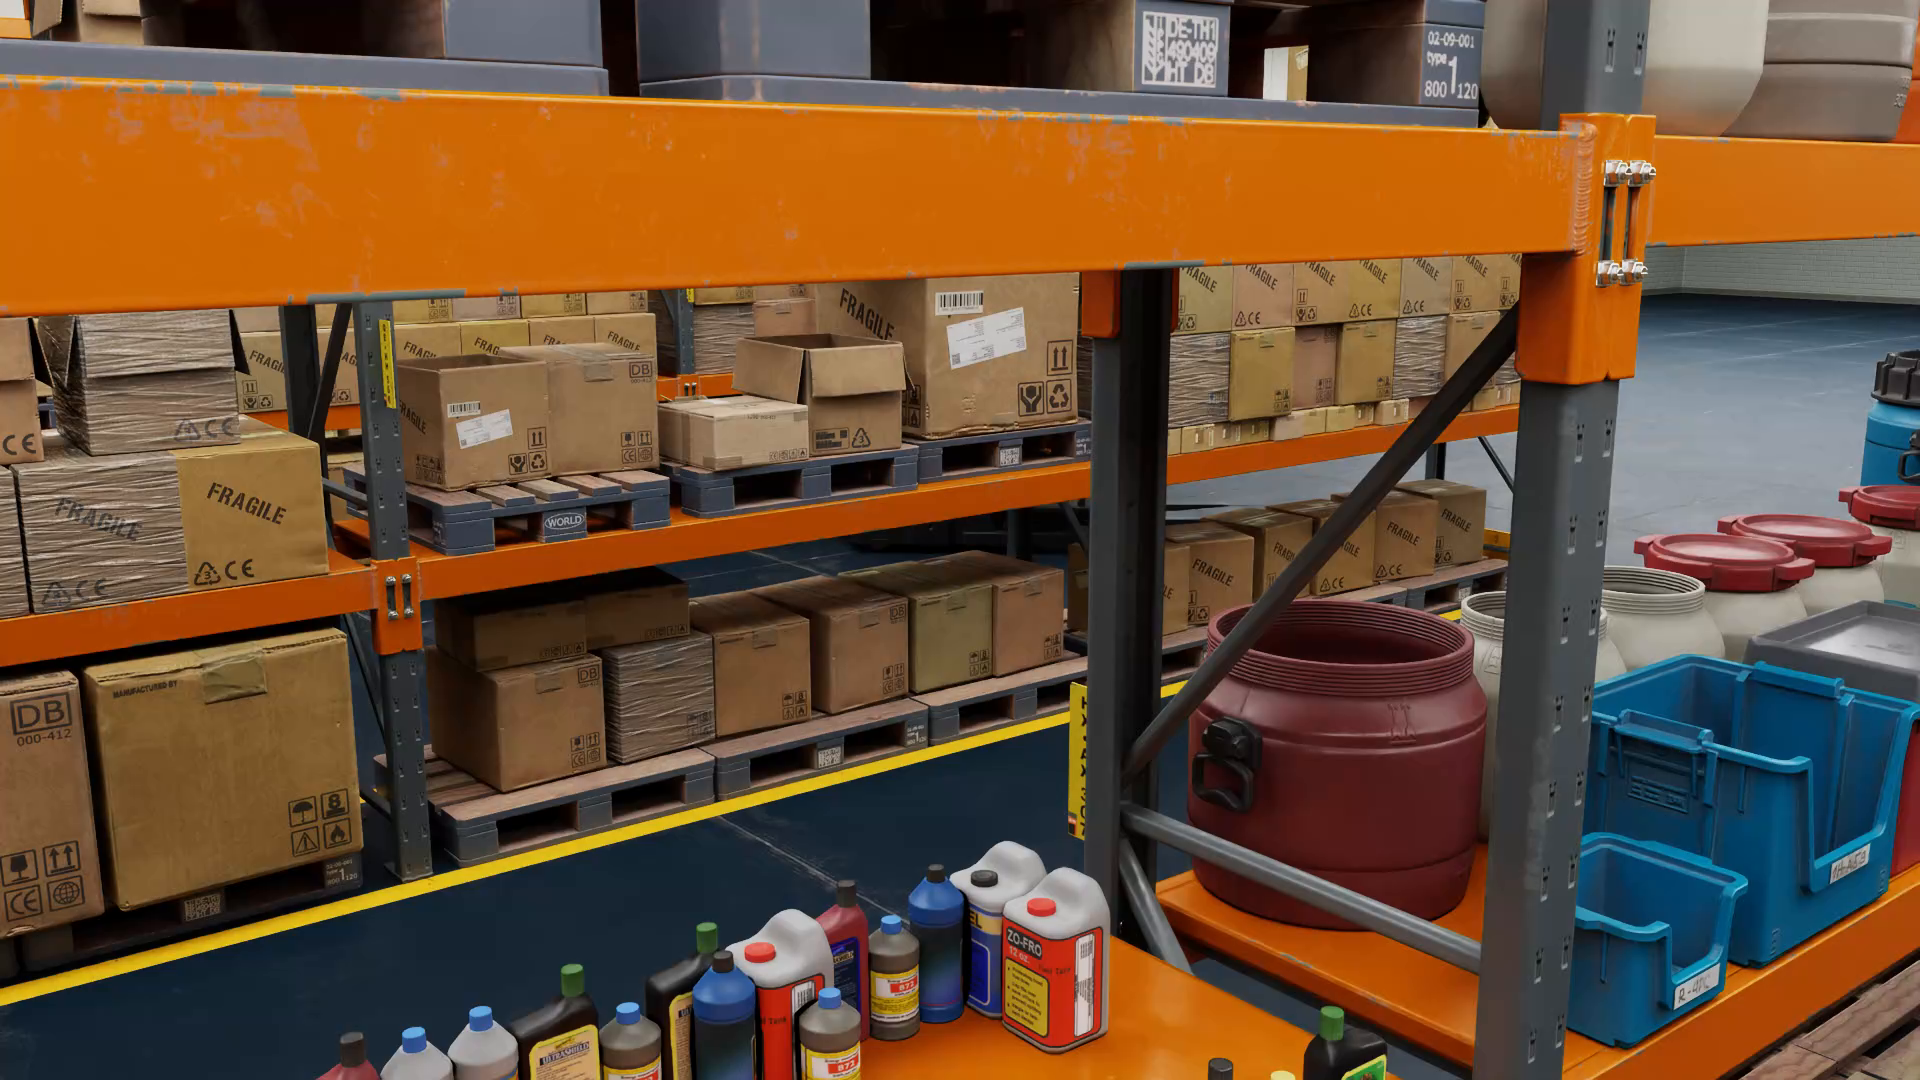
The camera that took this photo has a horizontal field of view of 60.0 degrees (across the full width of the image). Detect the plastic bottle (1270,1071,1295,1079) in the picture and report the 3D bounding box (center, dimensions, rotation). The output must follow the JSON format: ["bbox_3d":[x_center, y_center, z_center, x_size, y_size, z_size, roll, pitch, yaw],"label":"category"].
[{"bbox_3d":[0.455,0.854,2.362,0.097,0.201,0.097,0,12,0],"label":"plastic bottle"}]

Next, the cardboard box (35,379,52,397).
[{"bbox_3d":[-5.606,-0.941,9.934,0.250,0.149,0.380,-9,15,-37],"label":"cardboard box"}]

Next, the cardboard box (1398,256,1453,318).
[{"bbox_3d":[2.704,-1.660,10.359,0.500,0.500,0.500,-9,15,-38],"label":"cardboard box"}]

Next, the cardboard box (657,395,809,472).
[{"bbox_3d":[-1.036,-0.492,7.574,0.500,0.250,0.500,-10,16,-39],"label":"cardboard box"}]

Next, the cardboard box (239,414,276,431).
[{"bbox_3d":[-3.038,-0.210,6.654,0.500,0.500,0.500,-9,15,-36],"label":"cardboard box"}]

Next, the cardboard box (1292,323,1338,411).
[{"bbox_3d":[1.765,-1.082,10.046,0.500,0.500,0.875,-9,15,-38],"label":"cardboard box"}]

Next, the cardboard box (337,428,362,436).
[{"bbox_3d":[-5.964,-1.158,16.675,0.625,0.372,0.950,-9,15,-37],"label":"cardboard box"}]

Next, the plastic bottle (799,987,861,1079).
[{"bbox_3d":[-0.203,0.802,2.607,0.097,0.201,0.097,0,12,0],"label":"plastic bottle"}]

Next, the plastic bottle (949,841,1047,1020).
[{"bbox_3d":[0.066,0.688,2.966,0.135,0.276,0.152,-9,15,-38],"label":"plastic bottle"}]

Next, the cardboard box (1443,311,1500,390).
[{"bbox_3d":[2.996,-1.261,10.889,0.500,0.500,0.875,-9,15,-38],"label":"cardboard box"}]

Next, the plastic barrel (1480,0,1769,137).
[{"bbox_3d":[1.040,-0.889,2.603,0.421,0.512,0.421,0,12,0],"label":"plastic barrel"}]

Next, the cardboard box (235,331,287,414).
[{"bbox_3d":[-4.594,-1.127,10.975,0.500,0.500,0.500,-10,15,-38],"label":"cardboard box"}]

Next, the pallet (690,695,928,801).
[{"bbox_3d":[-0.925,0.926,8.261,1.213,0.211,1.003,-9,15,-38],"label":"pallet"}]

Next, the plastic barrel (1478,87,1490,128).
[{"bbox_3d":[0.767,-0.808,2.865,0.294,0.245,0.294,0,12,0],"label":"plastic barrel"}]

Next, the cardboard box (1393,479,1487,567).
[{"bbox_3d":[3.260,-0.122,11.490,0.500,0.500,0.500,-6,14,-27],"label":"cardboard box"}]

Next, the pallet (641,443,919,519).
[{"bbox_3d":[-0.968,-0.349,8.015,1.213,0.211,1.003,-9,15,-38],"label":"pallet"}]

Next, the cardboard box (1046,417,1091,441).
[{"bbox_3d":[0.619,-0.652,9.580,0.250,0.149,0.380,-9,15,-38],"label":"cardboard box"}]

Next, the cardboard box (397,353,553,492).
[{"bbox_3d":[-2.092,-0.511,7.061,0.500,0.500,0.500,11,16,43],"label":"cardboard box"}]

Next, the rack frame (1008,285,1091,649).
[{"bbox_3d":[0.635,-0.699,9.198,0.127,3.000,1.000,-9,15,-38],"label":"rack frame"}]

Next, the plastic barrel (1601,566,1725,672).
[{"bbox_3d":[1.604,0.346,4.008,0.421,0.512,0.421,0,12,0],"label":"plastic barrel"}]

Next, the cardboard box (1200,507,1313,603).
[{"bbox_3d":[1.850,0.104,10.423,0.500,0.500,0.500,-11,16,-43],"label":"cardboard box"}]

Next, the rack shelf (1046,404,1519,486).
[{"bbox_3d":[2.197,-0.606,10.495,4.000,0.370,1.077,-9,15,-38],"label":"rack shelf"}]

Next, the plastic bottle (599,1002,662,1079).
[{"bbox_3d":[-0.507,0.812,2.560,0.097,0.201,0.097,0,12,0],"label":"plastic bottle"}]

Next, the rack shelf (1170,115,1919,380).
[{"bbox_3d":[2.167,-0.751,3.956,4.000,0.370,1.077,-9,15,-38],"label":"rack shelf"}]

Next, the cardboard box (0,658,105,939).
[{"bbox_3d":[-3.741,0.855,5.986,0.875,0.875,1.225,-9,15,-37],"label":"cardboard box"}]

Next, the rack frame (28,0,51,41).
[{"bbox_3d":[-5.508,-3.932,9.981,0.127,3.000,1.000,-9,15,-38],"label":"rack frame"}]

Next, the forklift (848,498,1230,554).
[{"bbox_3d":[0.657,-1.439,12.850,3.031,2.935,1.130,0,12,0],"label":"forklift"}]

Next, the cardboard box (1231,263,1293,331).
[{"bbox_3d":[1.535,-1.465,9.441,0.500,0.500,0.500,-9,15,-38],"label":"cardboard box"}]

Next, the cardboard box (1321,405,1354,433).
[{"bbox_3d":[2.154,-0.752,10.053,0.250,0.149,0.380,-9,15,-38],"label":"cardboard box"}]

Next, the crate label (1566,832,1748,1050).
[{"bbox_3d":[1.169,0.712,2.959,0.416,0.233,0.303,-9,15,-38],"label":"crate label"}]

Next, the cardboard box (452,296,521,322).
[{"bbox_3d":[-3.564,-1.856,12.002,0.500,0.500,0.700,-9,15,-37],"label":"cardboard box"}]

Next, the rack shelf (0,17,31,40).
[{"bbox_3d":[-7.118,-4.434,15.039,4.000,0.370,1.077,-9,15,-38],"label":"rack shelf"}]

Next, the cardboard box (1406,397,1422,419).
[{"bbox_3d":[2.699,-0.860,10.561,0.250,0.149,0.380,-9,15,-38],"label":"cardboard box"}]

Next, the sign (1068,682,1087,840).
[{"bbox_3d":[0.256,0.455,3.370,0.005,0.325,0.100,-9,15,-38],"label":"sign"}]

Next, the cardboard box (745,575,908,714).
[{"bbox_3d":[-0.679,0.516,8.434,0.500,0.500,0.700,-11,16,-42],"label":"cardboard box"}]

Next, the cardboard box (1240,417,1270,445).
[{"bbox_3d":[1.561,-0.656,9.603,0.250,0.149,0.380,-9,15,-38],"label":"cardboard box"}]

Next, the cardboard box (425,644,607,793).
[{"bbox_3d":[-1.978,0.738,7.393,0.500,0.500,0.700,-10,16,-41],"label":"cardboard box"}]

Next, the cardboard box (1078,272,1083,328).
[{"bbox_3d":[0.814,-1.485,9.538,0.500,0.500,0.500,-9,15,-38],"label":"cardboard box"}]

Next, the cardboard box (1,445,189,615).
[{"bbox_3d":[-3.112,-0.061,5.953,0.500,0.500,0.500,-10,15,-38],"label":"cardboard box"}]

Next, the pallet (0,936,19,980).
[{"bbox_3d":[-4.103,1.432,5.878,1.213,0.211,1.003,-9,15,-38],"label":"pallet"}]

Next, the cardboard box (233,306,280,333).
[{"bbox_3d":[-4.757,-1.658,11.067,0.500,0.500,0.700,-10,15,-38],"label":"cardboard box"}]

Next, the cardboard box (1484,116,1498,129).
[{"bbox_3d":[3.134,-2.616,10.405,0.250,0.149,0.380,-9,15,-37],"label":"cardboard box"}]

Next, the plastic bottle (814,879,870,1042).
[{"bbox_3d":[-0.219,0.720,2.799,0.133,0.283,0.061,-9,15,-38],"label":"plastic bottle"}]

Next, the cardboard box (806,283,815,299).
[{"bbox_3d":[-1.211,-2.298,13.770,0.550,0.550,0.875,-9,15,-38],"label":"cardboard box"}]

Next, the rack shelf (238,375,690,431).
[{"bbox_3d":[-3.946,-0.905,11.901,4.000,0.370,1.077,-9,15,-38],"label":"rack shelf"}]

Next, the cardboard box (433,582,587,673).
[{"bbox_3d":[-1.984,0.369,7.322,0.500,0.250,0.500,-9,15,-35],"label":"cardboard box"}]

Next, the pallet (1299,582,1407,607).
[{"bbox_3d":[2.091,0.413,10.675,1.213,0.211,1.003,-9,15,-38],"label":"pallet"}]

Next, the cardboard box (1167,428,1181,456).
[{"bbox_3d":[0.991,-0.555,9.126,0.250,0.149,0.380,-9,15,-38],"label":"cardboard box"}]

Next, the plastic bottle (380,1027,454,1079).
[{"bbox_3d":[-0.763,0.821,2.352,0.097,0.271,0.097,0,12,0],"label":"plastic bottle"}]

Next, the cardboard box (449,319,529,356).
[{"bbox_3d":[-3.414,-1.323,11.898,0.500,0.500,0.500,-9,15,-37],"label":"cardboard box"}]

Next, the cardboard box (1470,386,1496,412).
[{"bbox_3d":[3.306,-0.951,10.993,0.250,0.149,0.380,-9,15,-38],"label":"cardboard box"}]

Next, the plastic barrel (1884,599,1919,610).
[{"bbox_3d":[2.600,0.319,4.738,0.301,0.262,0.301,0,12,0],"label":"plastic barrel"}]

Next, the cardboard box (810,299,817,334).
[{"bbox_3d":[-1.194,-1.766,13.861,0.550,0.550,0.875,-9,15,-38],"label":"cardboard box"}]

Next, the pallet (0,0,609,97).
[{"bbox_3d":[-1.083,-0.498,1.483,1.213,0.211,1.003,-9,15,-38],"label":"pallet"}]
